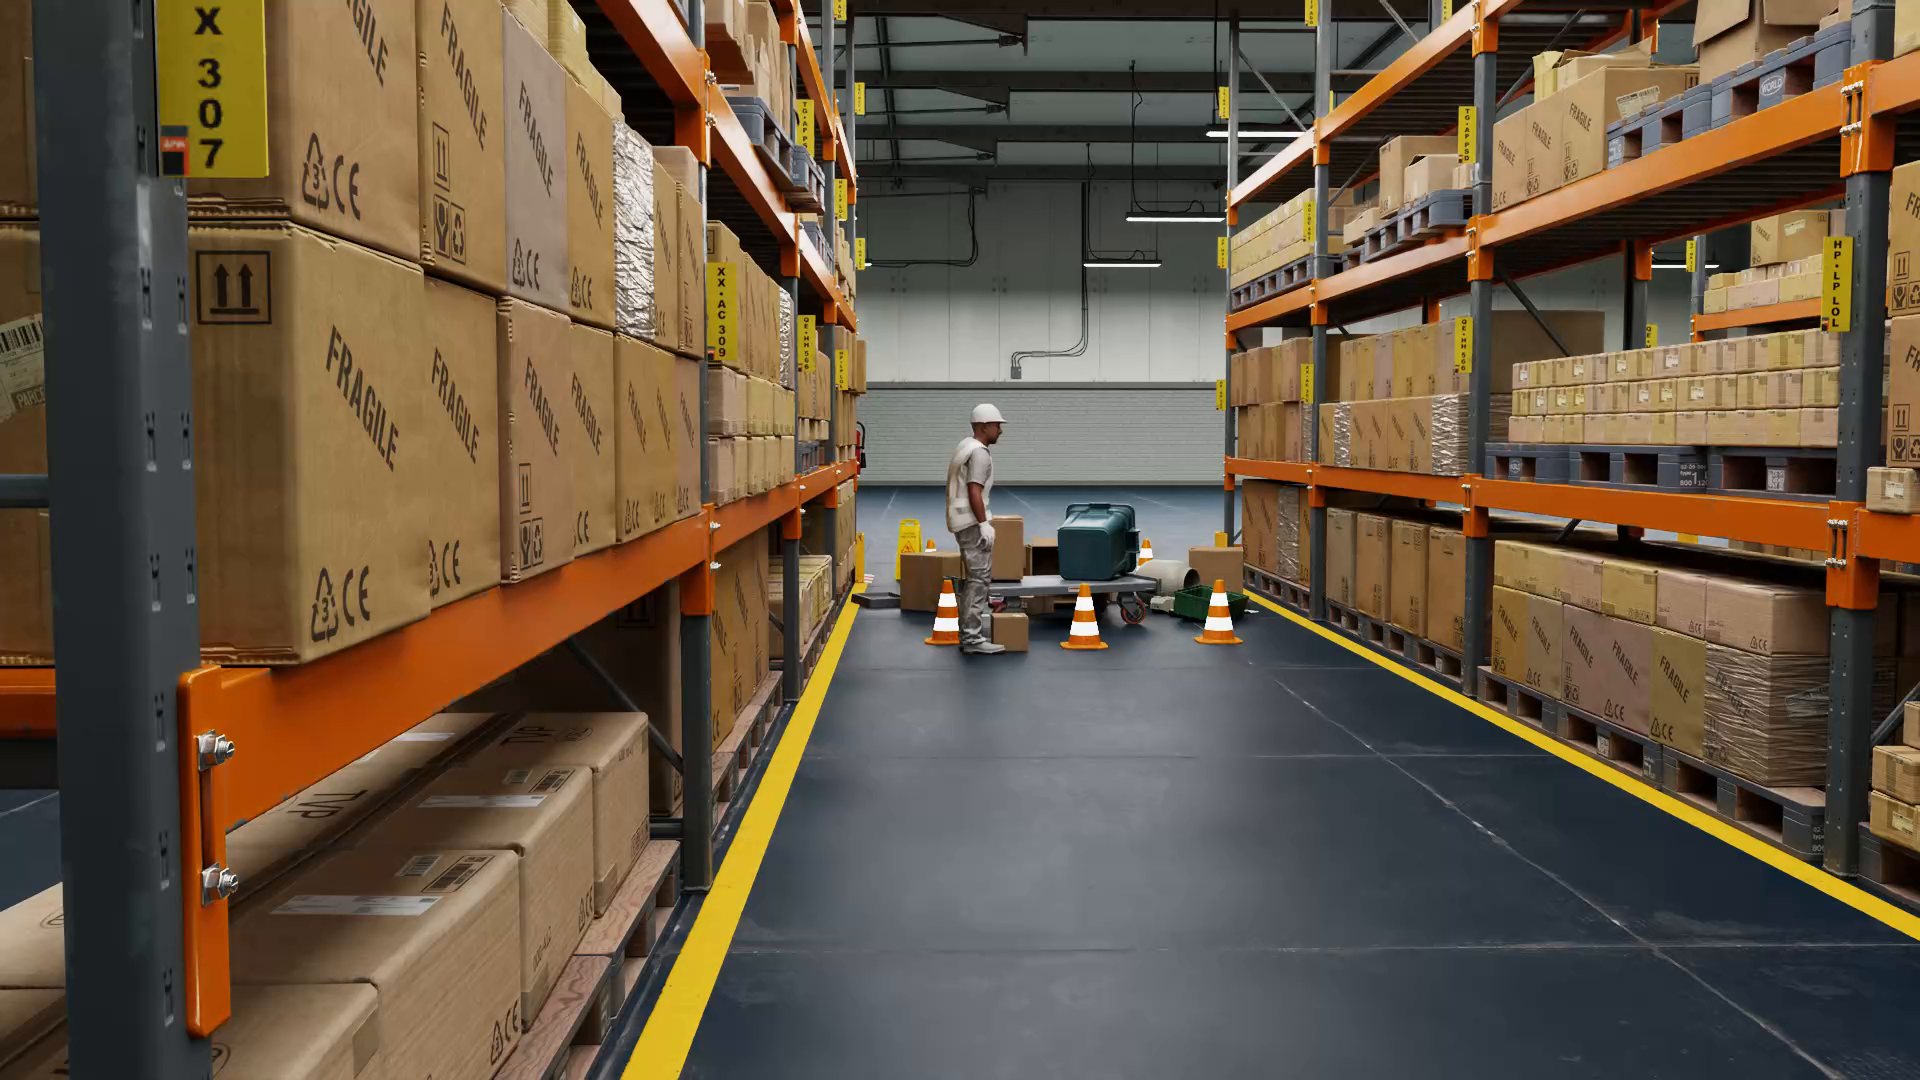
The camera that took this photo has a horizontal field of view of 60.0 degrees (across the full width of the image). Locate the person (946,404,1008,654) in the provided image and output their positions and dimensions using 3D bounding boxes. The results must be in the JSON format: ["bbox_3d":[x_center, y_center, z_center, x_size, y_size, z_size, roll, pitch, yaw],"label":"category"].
[{"bbox_3d":[0.127,-0.090,11.973,0.447,1.775,0.633,0,4,-5],"label":"person"}]
